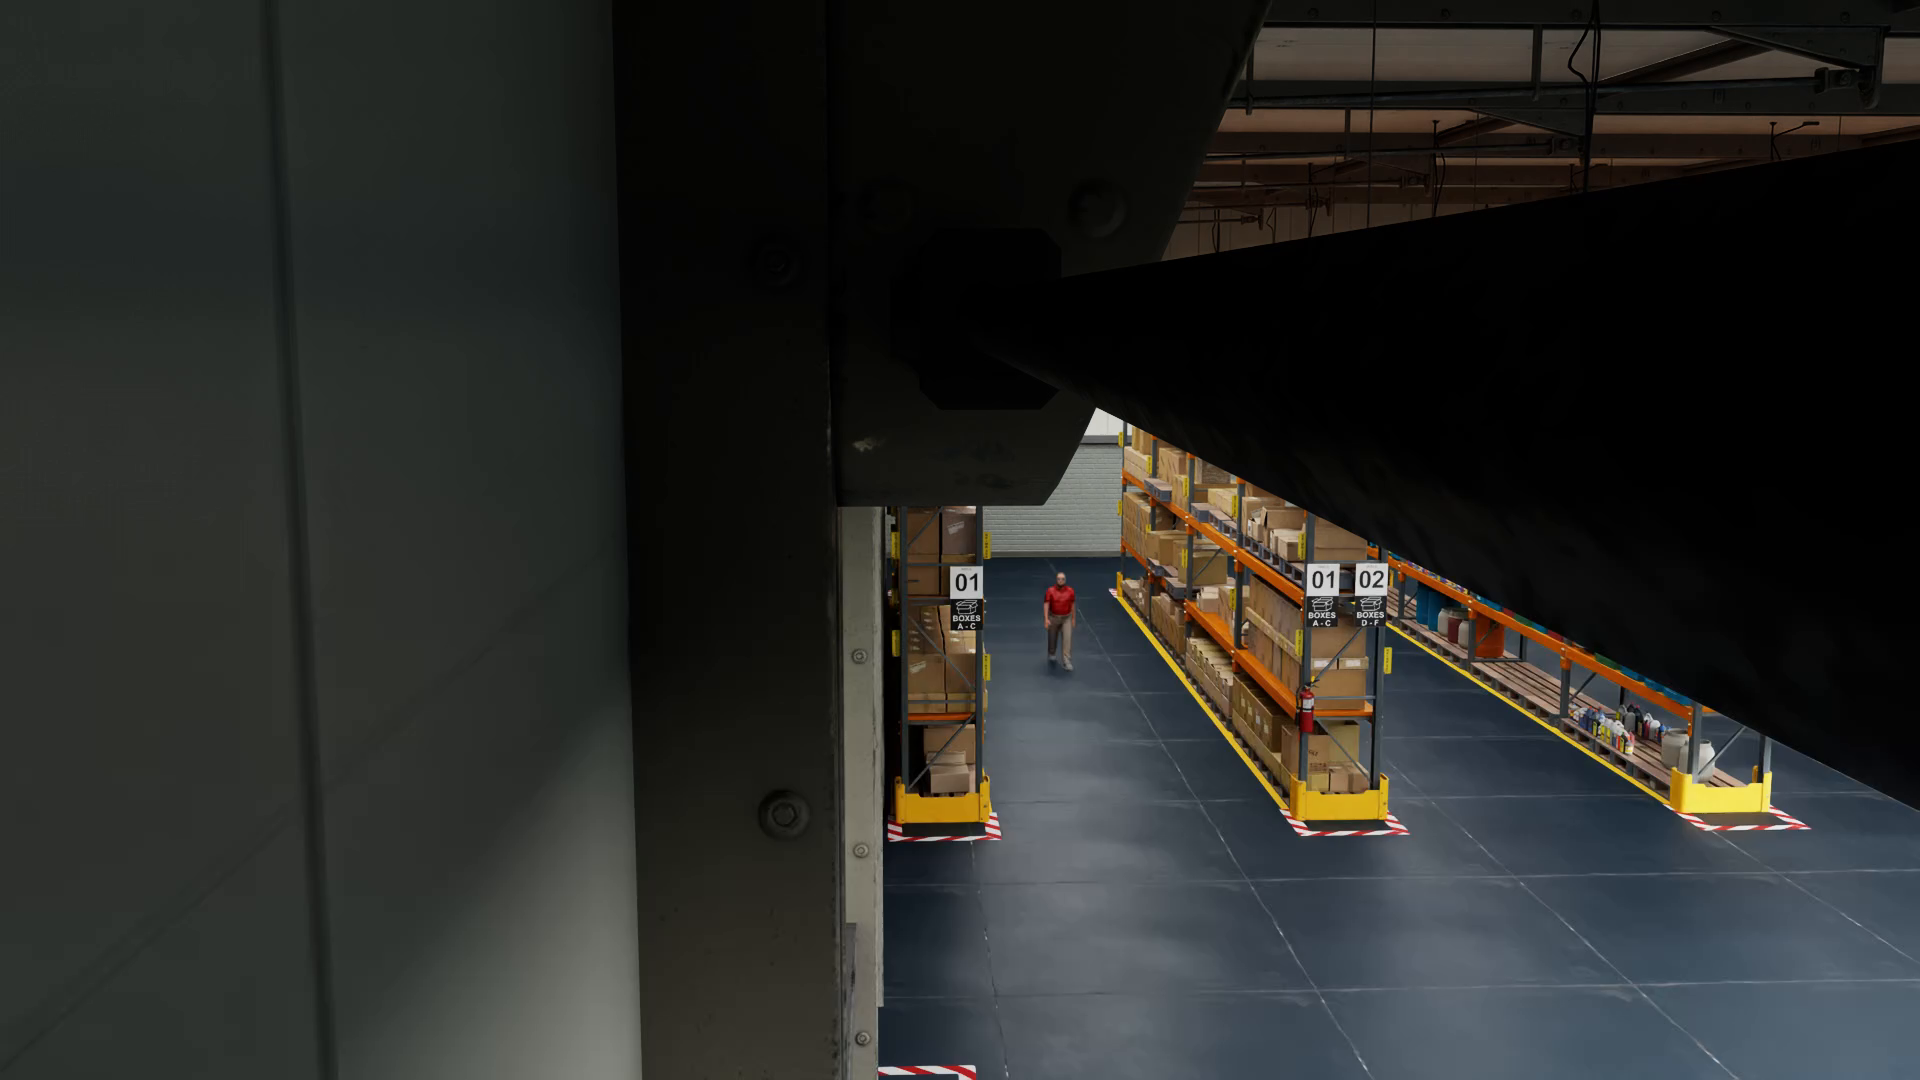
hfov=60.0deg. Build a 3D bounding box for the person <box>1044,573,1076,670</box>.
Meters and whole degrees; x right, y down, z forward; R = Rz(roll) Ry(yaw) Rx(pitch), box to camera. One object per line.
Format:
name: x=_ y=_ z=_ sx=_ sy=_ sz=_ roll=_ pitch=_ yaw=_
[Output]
person: x=1.759 y=1.401 z=29.193 sx=0.598 sy=1.663 sz=1.099 roll=-1 pitch=8 yaw=-6
